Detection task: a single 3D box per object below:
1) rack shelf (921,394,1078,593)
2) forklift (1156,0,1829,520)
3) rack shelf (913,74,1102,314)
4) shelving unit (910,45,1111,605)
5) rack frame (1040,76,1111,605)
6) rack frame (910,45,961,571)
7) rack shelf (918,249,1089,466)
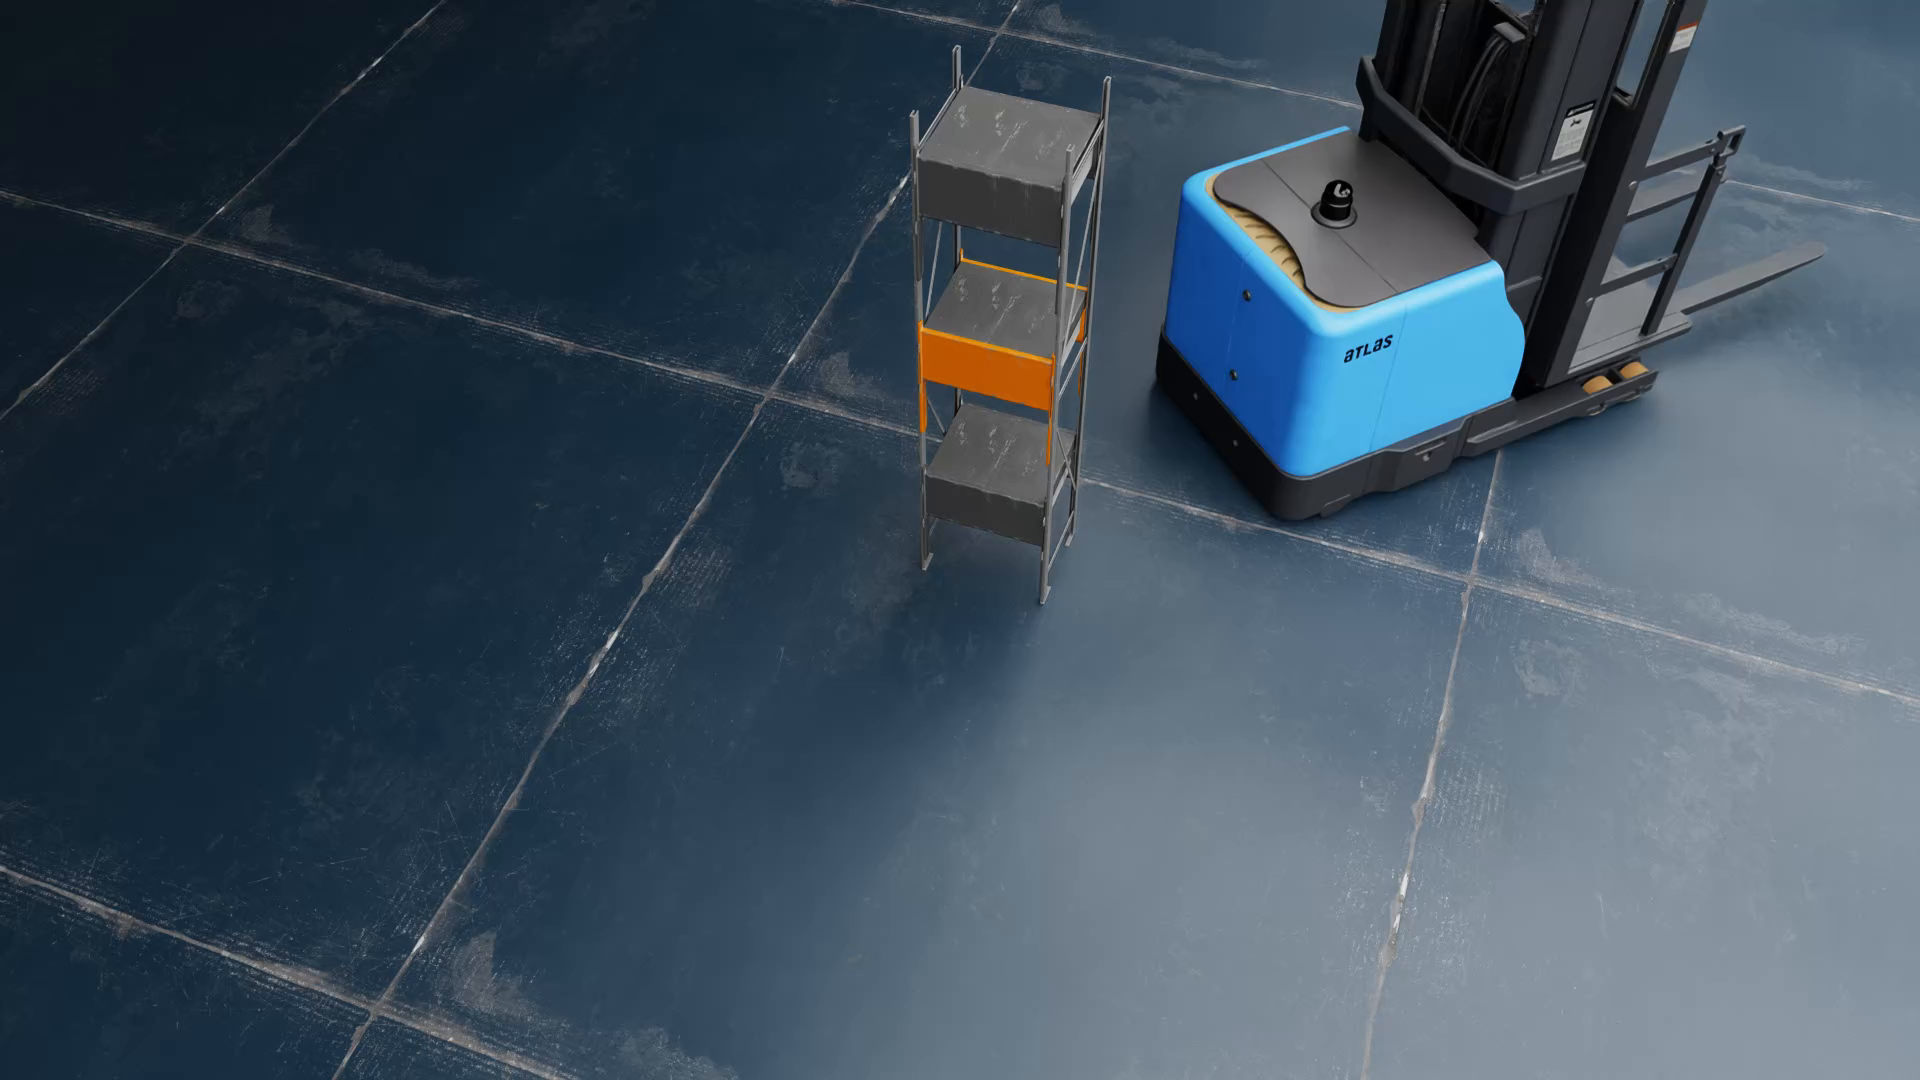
[{"bbox_3d":[0.155,-0.177,6.325,0.480,0.518,0.431,16,51,13],"label":"rack shelf"},{"bbox_3d":[2.393,-1.830,6.263,3.031,2.935,1.130,-21,52,-17],"label":"forklift"},{"bbox_3d":[0.155,-1.094,5.267,0.480,0.518,0.431,16,51,13],"label":"rack shelf"},{"bbox_3d":[0.155,-0.644,5.786,0.503,2.100,0.431,16,51,13],"label":"shelving unit"},{"bbox_3d":[0.384,-0.580,5.730,0.015,2.100,0.400,16,51,13],"label":"rack frame"},{"bbox_3d":[-0.074,-0.708,5.841,0.015,2.100,0.400,16,51,13],"label":"rack frame"},{"bbox_3d":[0.155,-0.635,5.796,0.480,0.518,0.431,16,51,13],"label":"rack shelf"}]
